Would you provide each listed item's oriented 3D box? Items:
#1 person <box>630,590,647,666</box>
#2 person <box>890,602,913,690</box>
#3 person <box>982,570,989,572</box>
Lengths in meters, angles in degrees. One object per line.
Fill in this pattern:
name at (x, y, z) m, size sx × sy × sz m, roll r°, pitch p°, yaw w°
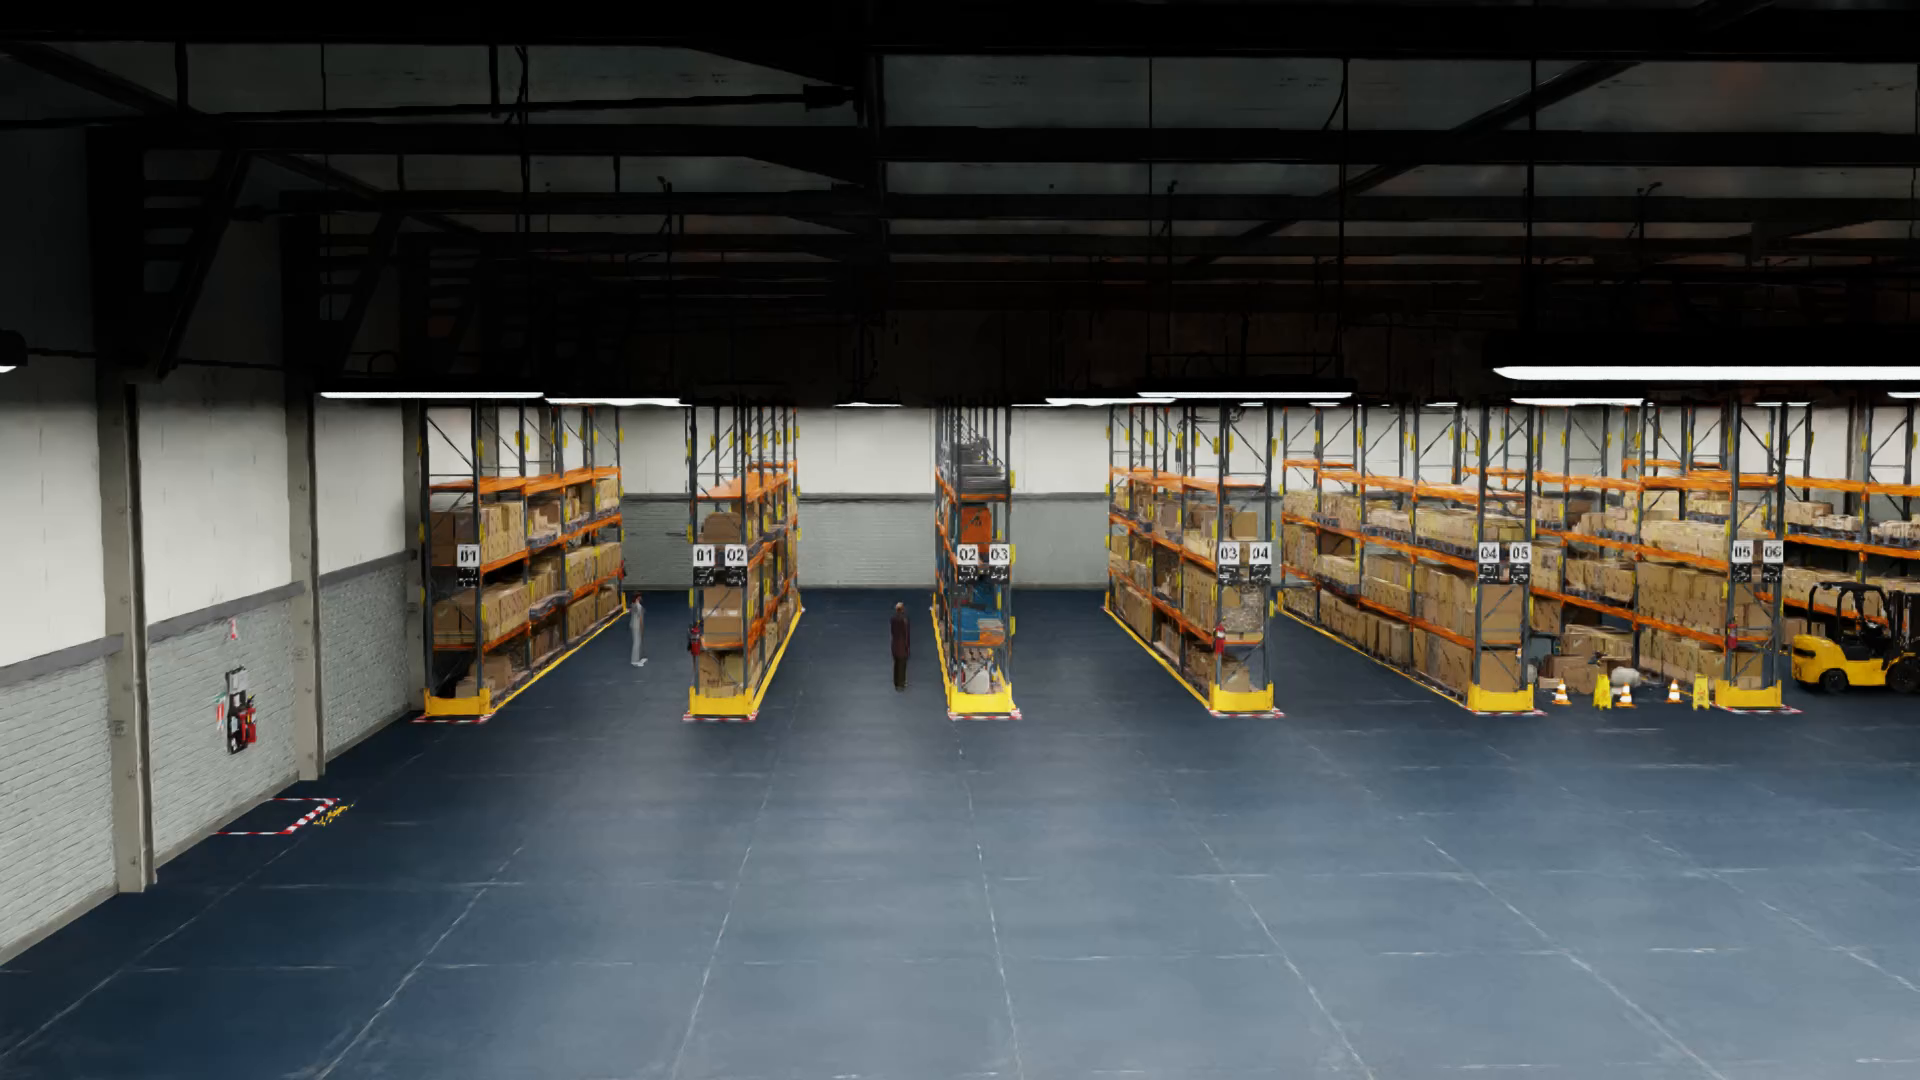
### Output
person at (-7.160, 1.949, 37.135) m, size 0.454 × 1.679 × 0.539 m, roll -3°, pitch 5°, yaw -30°
person at (-1.169, 2.145, 33.945) m, size 0.504 × 1.782 × 0.632 m, roll -3°, pitch 5°, yaw -34°
person at (0.698, 1.056, 48.529) m, size 0.621 × 1.721 × 0.954 m, roll -2°, pitch 5°, yaw -25°
